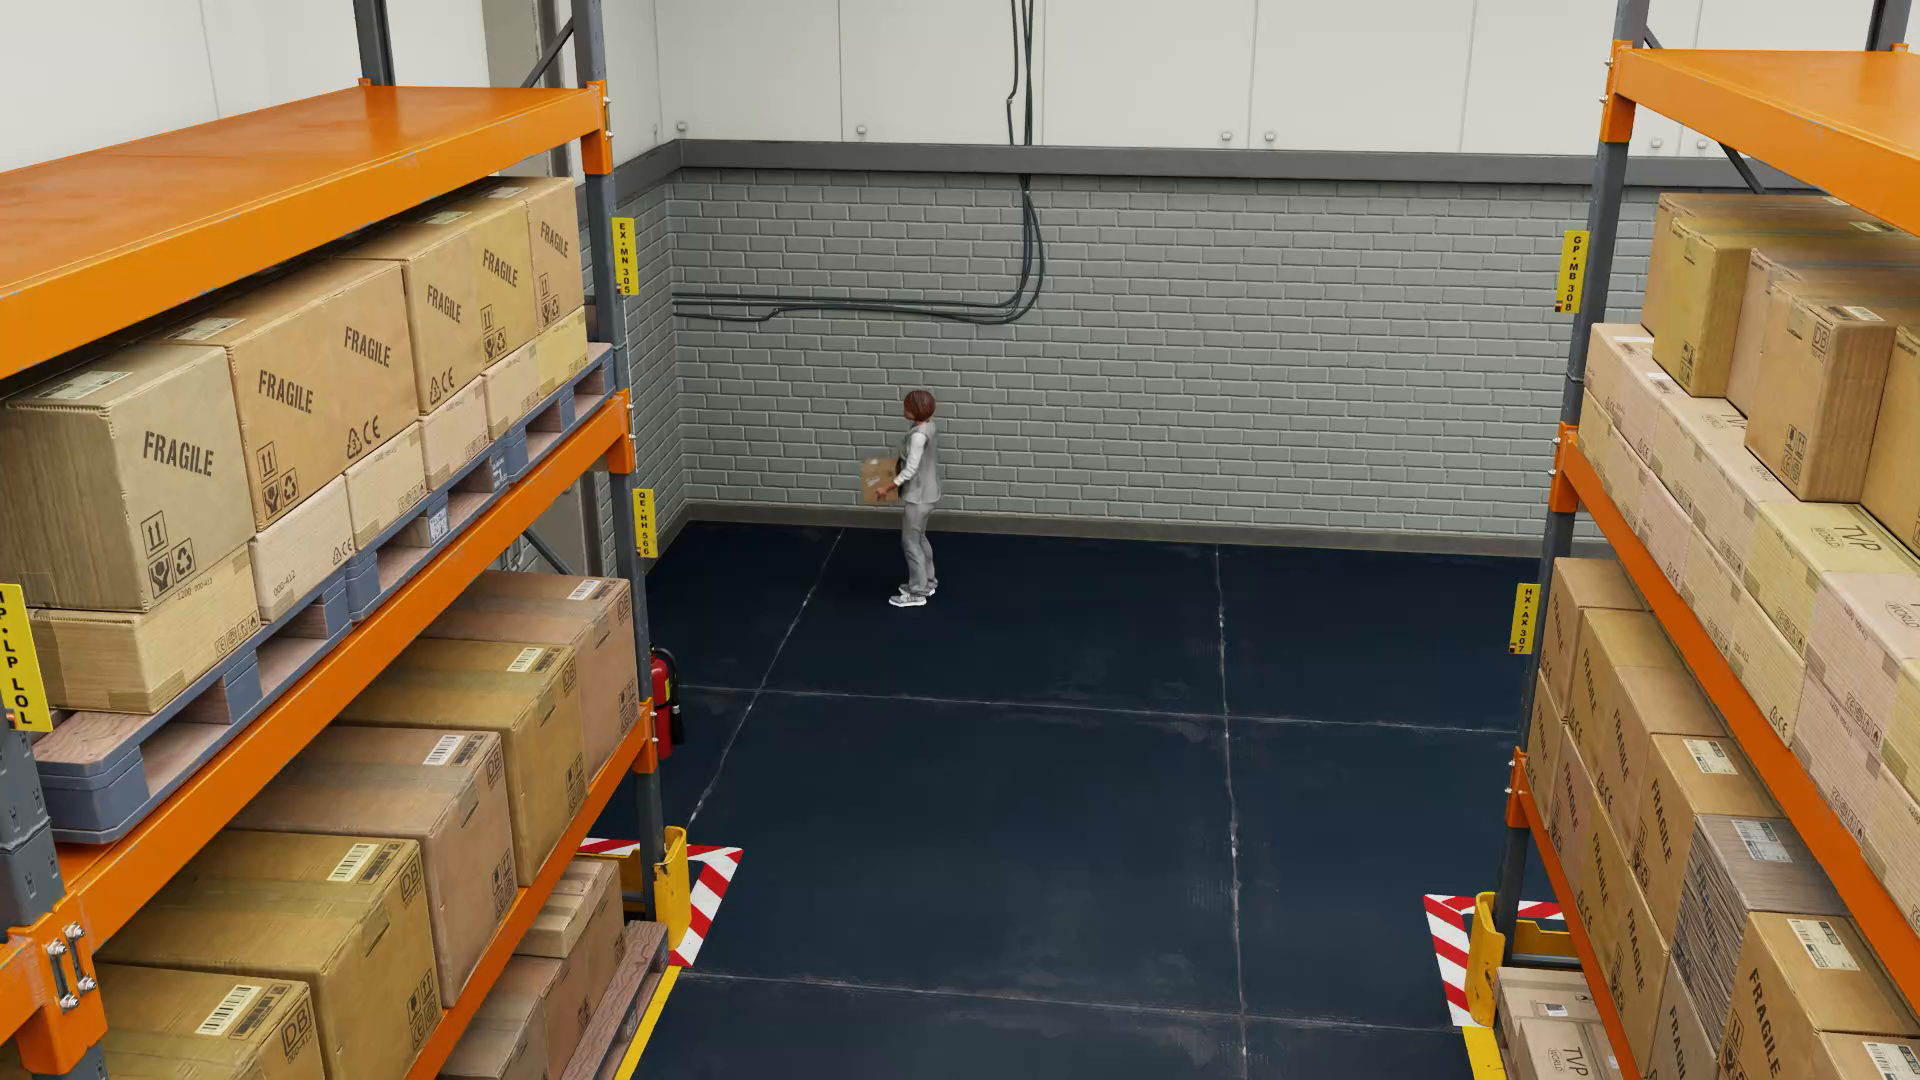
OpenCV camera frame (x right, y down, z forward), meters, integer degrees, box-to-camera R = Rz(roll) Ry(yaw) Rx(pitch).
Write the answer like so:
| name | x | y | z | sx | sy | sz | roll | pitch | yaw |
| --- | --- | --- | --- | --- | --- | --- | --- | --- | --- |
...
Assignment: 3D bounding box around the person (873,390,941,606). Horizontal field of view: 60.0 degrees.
| name | x | y | z | sx | sy | sz | roll | pitch | yaw |
| --- | --- | --- | --- | --- | --- | --- | --- | --- | --- |
| person | -0.371 | -0.307 | 11.868 | 0.470 | 1.602 | 0.438 | 2 | 22 | 6 |
